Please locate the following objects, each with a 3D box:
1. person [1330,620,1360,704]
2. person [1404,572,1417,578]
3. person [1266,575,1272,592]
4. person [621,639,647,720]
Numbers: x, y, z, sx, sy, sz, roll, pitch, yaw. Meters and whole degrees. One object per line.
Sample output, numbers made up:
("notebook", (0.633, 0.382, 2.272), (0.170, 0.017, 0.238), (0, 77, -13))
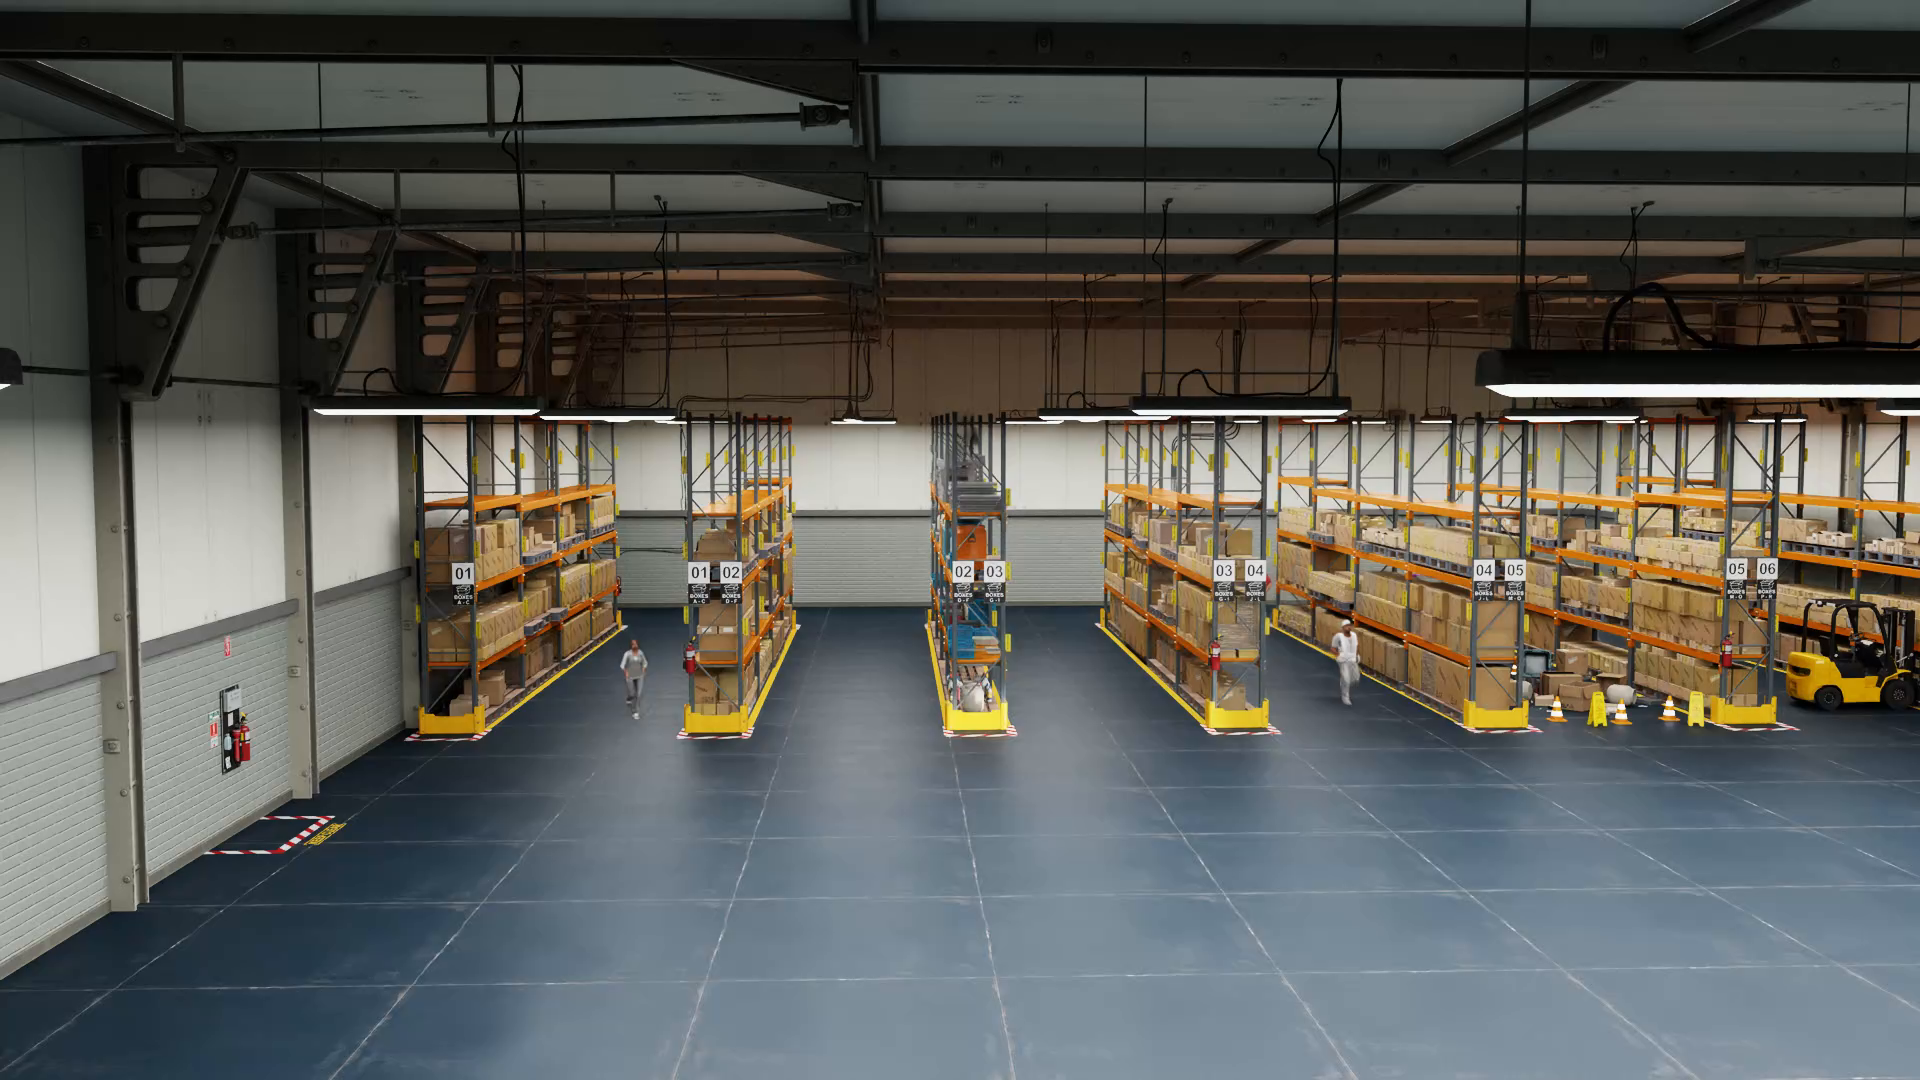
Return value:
("person", (8.004, 2.518, 34.465), (0.718, 1.739, 0.627), (-1, 4, -20))
("person", (13.312, 1.493, 49.310), (0.680, 1.766, 0.689), (0, 4, -2))
("person", (8.703, 1.588, 48.514), (0.520, 1.680, 0.737), (-2, 4, -22))
("person", (-6.408, 2.720, 32.744), (0.536, 1.565, 0.638), (-2, 4, -23))
